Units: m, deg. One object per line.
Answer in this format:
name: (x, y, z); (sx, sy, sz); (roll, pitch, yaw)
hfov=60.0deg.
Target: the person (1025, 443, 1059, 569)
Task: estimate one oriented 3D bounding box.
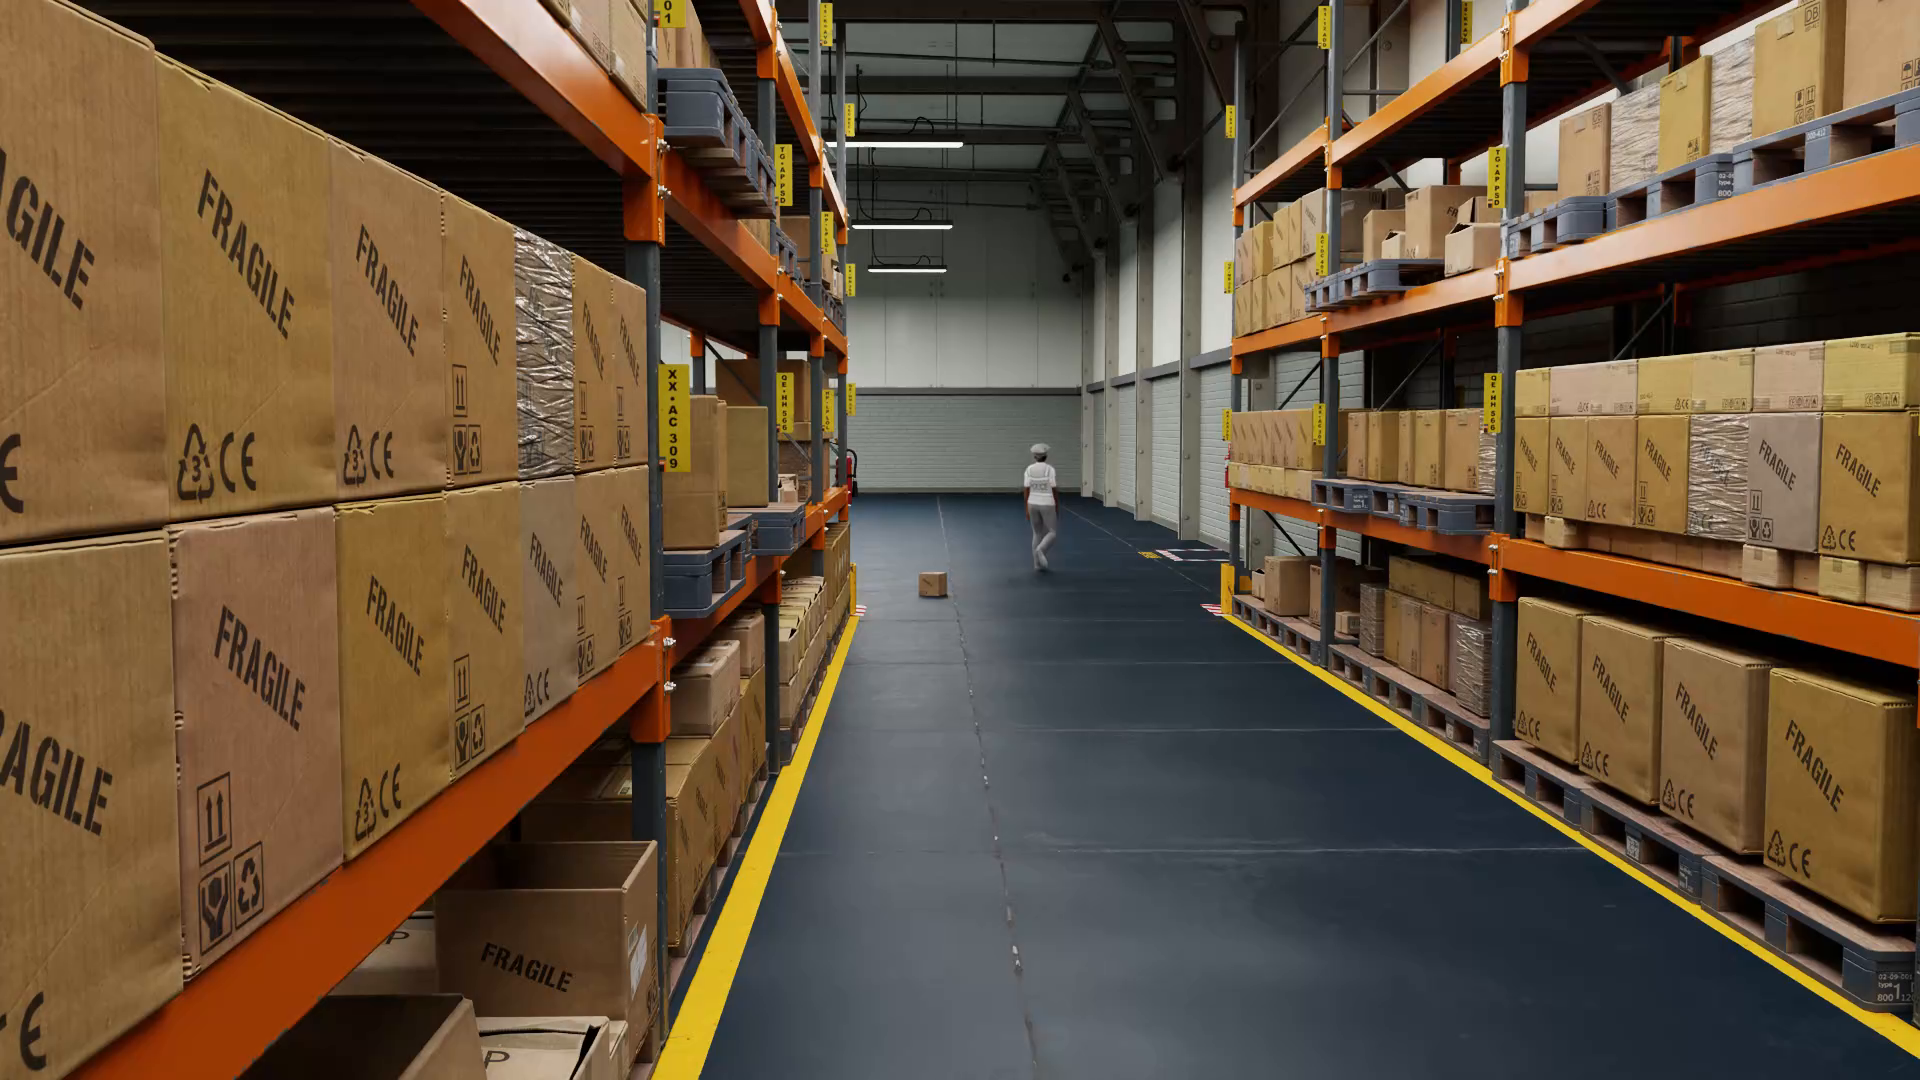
person: (1.073, -0.441, 22.027); (0.451, 1.678, 0.667); (2, 4, 24)
